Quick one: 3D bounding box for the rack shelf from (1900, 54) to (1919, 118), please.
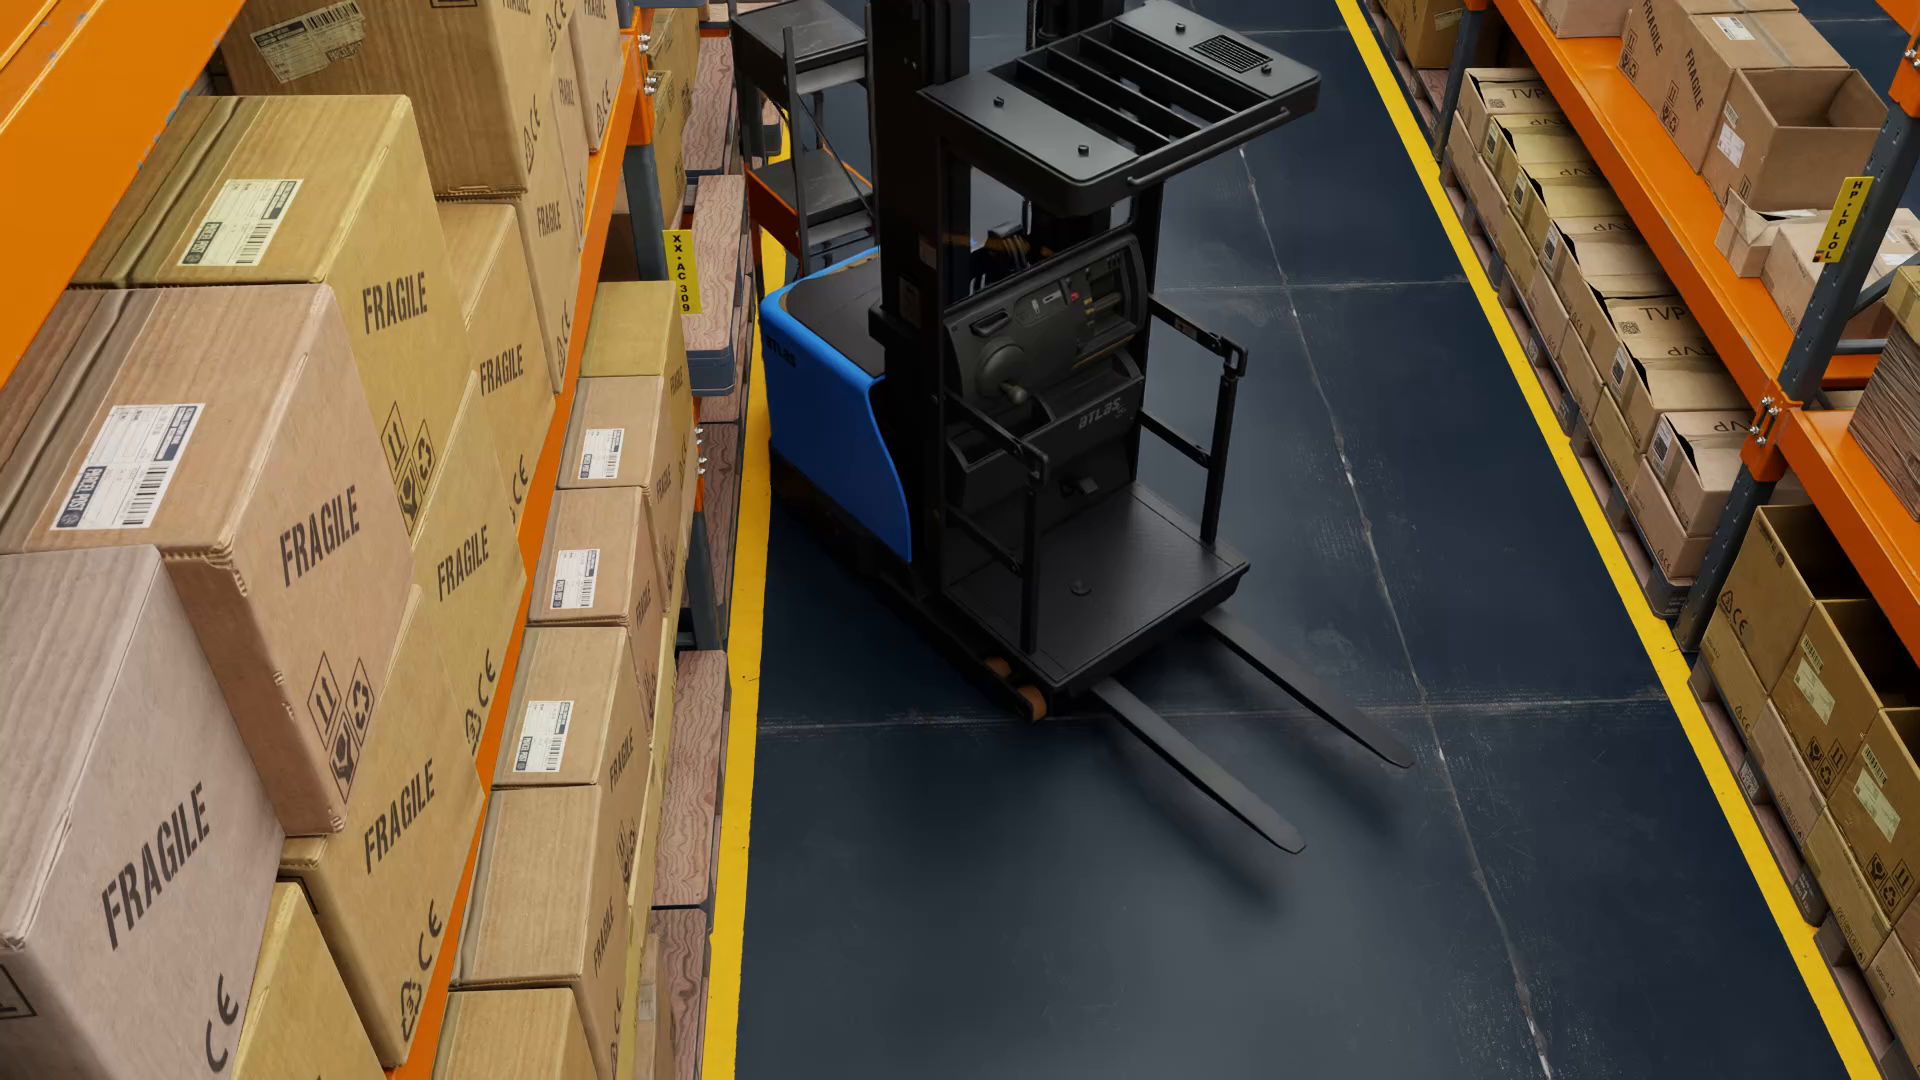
[{"bbox_3d":[3.571,-0.180,3.688,1.077,0.370,4.000,-2,43,-2],"label":"rack shelf"}]

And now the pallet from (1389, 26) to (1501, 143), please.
[{"bbox_3d":[3.322,-2.867,10.371,1.003,0.211,1.213,-2,43,-2],"label":"pallet"}]

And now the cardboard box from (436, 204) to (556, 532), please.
[{"bbox_3d":[-1.115,-0.302,3.201,0.500,0.500,0.500,1,43,1],"label":"cardboard box"}]

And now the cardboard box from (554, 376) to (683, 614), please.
[{"bbox_3d":[-1.107,-0.126,4.859,0.500,0.500,0.500,-2,43,-2],"label":"cardboard box"}]

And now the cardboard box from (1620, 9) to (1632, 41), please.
[{"bbox_3d":[3.426,-2.438,8.025,0.380,0.149,0.250,1,43,1],"label":"cardboard box"}]

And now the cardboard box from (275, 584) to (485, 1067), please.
[{"bbox_3d":[-1.045,0.409,2.425,0.500,0.500,0.500,1,43,1],"label":"cardboard box"}]

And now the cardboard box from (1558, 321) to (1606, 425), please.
[{"bbox_3d":[3.137,-0.789,7.765,0.500,0.250,0.500,-1,43,-1],"label":"cardboard box"}]

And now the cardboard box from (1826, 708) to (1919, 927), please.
[{"bbox_3d":[3.235,0.890,5.378,0.500,0.500,0.500,-2,43,-2],"label":"cardboard box"}]

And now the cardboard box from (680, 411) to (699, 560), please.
[{"bbox_3d":[-1.140,-0.186,5.478,0.500,0.250,0.500,-2,43,-2],"label":"cardboard box"}]

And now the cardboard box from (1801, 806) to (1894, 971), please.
[{"bbox_3d":[3.235,1.167,5.631,0.500,0.250,0.500,-2,43,-2],"label":"cardboard box"}]

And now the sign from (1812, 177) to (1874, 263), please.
[{"bbox_3d":[2.944,-1.065,5.543,0.100,0.325,0.005,-2,43,-2],"label":"sign"}]

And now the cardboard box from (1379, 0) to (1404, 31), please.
[{"bbox_3d":[3.020,-3.604,10.636,0.500,0.500,0.500,-3,43,-3],"label":"cardboard box"}]

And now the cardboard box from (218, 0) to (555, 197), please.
[{"bbox_3d":[-1.105,-1.011,3.234,0.500,0.500,0.500,-3,43,-3],"label":"cardboard box"}]

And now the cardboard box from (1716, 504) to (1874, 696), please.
[{"bbox_3d":[3.193,0.215,6.114,0.500,0.500,0.500,-2,43,-2],"label":"cardboard box"}]

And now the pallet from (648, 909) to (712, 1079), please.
[{"bbox_3d":[-1.344,1.761,5.322,1.003,0.211,1.213,-2,43,-2],"label":"pallet"}]

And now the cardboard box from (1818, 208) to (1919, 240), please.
[{"bbox_3d":[3.653,-1.201,6.676,0.380,0.149,0.250,-2,43,-2],"label":"cardboard box"}]

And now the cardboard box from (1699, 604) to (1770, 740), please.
[{"bbox_3d":[3.203,0.491,6.368,0.500,0.250,0.500,-2,43,-2],"label":"cardboard box"}]

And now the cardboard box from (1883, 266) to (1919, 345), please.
[{"bbox_3d":[3.304,-0.778,5.475,0.380,0.149,0.250,-2,43,-2],"label":"cardboard box"}]

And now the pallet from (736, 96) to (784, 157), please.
[{"bbox_3d":[-1.591,-2.751,10.245,1.003,0.211,1.213,-2,43,-2],"label":"pallet"}]

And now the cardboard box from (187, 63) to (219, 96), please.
[{"bbox_3d":[-1.620,-0.688,2.881,0.500,0.500,0.500,-2,43,-2],"label":"cardboard box"}]

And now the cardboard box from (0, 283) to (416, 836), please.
[{"bbox_3d":[-1.038,0.030,2.098,0.500,0.500,0.500,-2,43,-2],"label":"cardboard box"}]

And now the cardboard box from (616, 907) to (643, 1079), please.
[{"bbox_3d":[-1.049,1.171,3.999,0.500,0.250,0.500,-2,43,-2],"label":"cardboard box"}]

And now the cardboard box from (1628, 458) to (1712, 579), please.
[{"bbox_3d":[3.179,-0.102,7.015,0.500,0.250,0.500,-2,43,-2],"label":"cardboard box"}]

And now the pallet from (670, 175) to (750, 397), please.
[{"bbox_3d":[-1.350,-0.994,6.406,1.003,0.211,1.213,-2,43,-2],"label":"pallet"}]

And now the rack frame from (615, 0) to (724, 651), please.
[{"bbox_3d":[-1.463,-0.545,5.774,1.000,3.000,0.127,-2,43,-2],"label":"rack frame"}]

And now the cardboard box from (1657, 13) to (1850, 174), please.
[{"bbox_3d":[3.426,-1.939,7.221,0.500,0.500,0.500,-2,43,-2],"label":"cardboard box"}]

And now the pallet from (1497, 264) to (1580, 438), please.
[{"bbox_3d":[3.361,-0.983,8.316,1.003,0.211,1.213,-2,43,-2],"label":"pallet"}]

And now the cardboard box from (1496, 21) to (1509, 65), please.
[{"bbox_3d":[3.554,-3.299,10.303,0.500,0.500,0.500,-3,43,-3],"label":"cardboard box"}]

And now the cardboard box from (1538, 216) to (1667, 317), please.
[{"bbox_3d":[3.117,-1.330,7.940,0.500,0.311,0.500,-2,43,-2],"label":"cardboard box"}]

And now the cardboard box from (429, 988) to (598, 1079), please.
[{"bbox_3d":[-1.024,1.262,3.344,0.500,0.500,0.500,-2,43,-2],"label":"cardboard box"}]

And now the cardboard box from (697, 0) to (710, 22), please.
[{"bbox_3d":[-1.552,-2.750,7.781,0.700,0.500,0.500,-5,43,-6],"label":"cardboard box"}]

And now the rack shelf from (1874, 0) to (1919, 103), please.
[{"bbox_3d":[3.401,-2.880,6.634,1.077,0.370,4.000,-2,43,-2],"label":"rack shelf"}]

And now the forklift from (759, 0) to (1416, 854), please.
[{"bbox_3d":[0.472,-0.739,6.037,1.130,2.935,3.031,-29,50,-28],"label":"forklift"}]

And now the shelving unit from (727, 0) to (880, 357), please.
[{"bbox_3d":[-0.643,-1.406,7.371,0.431,2.100,0.503,-23,46,-24],"label":"shelving unit"}]

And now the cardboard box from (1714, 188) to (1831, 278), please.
[{"bbox_3d":[3.265,-1.228,6.619,0.396,0.266,0.258,-3,43,-3],"label":"cardboard box"}]

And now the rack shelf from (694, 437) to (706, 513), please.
[{"bbox_3d":[-1.378,1.071,4.544,1.077,0.370,4.000,-2,43,-2],"label":"rack shelf"}]

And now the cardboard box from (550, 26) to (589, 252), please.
[{"bbox_3d":[-1.186,-1.019,3.983,0.500,0.500,0.500,-5,43,-5],"label":"cardboard box"}]

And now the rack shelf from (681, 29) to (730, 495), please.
[{"bbox_3d":[-1.548,-1.630,7.490,1.077,0.370,4.000,-2,43,-2],"label":"rack shelf"}]

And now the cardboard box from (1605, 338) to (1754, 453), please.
[{"bbox_3d":[3.154,-0.653,7.202,0.500,0.311,0.500,-1,43,-1],"label":"cardboard box"}]

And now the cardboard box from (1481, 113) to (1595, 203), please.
[{"bbox_3d":[3.076,-2.021,8.694,0.500,0.311,0.500,-3,43,-3],"label":"cardboard box"}]

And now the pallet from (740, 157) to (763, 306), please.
[{"bbox_3d":[-1.601,-1.689,9.087,1.003,0.211,1.213,-2,43,-2],"label":"pallet"}]

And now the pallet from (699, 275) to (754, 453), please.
[{"bbox_3d":[-1.552,-0.868,8.190,1.003,0.211,1.213,-2,43,-2],"label":"pallet"}]

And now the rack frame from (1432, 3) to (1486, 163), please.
[{"bbox_3d":[3.316,-3.390,8.878,1.000,3.000,0.127,-2,43,-2],"label":"rack frame"}]

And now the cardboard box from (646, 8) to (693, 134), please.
[{"bbox_3d":[-1.526,-1.909,6.863,0.700,0.500,0.500,4,43,4],"label":"cardboard box"}]

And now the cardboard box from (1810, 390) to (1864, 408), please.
[{"bbox_3d":[3.701,-0.661,7.210,0.500,0.311,0.500,-2,43,-2],"label":"cardboard box"}]

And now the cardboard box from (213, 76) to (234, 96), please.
[{"bbox_3d":[-1.632,-0.652,3.583,0.500,0.500,0.500,-2,43,-2],"label":"cardboard box"}]

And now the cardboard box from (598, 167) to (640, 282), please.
[{"bbox_3d":[-1.451,-1.088,5.967,0.700,0.500,0.500,-2,43,-2],"label":"cardboard box"}]

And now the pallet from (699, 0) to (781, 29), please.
[{"bbox_3d":[-1.496,-2.696,8.263,1.213,0.211,1.003,-2,43,-2],"label":"pallet"}]

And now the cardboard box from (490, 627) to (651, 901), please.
[{"bbox_3d":[-1.074,0.565,4.104,0.500,0.500,0.500,0,43,0],"label":"cardboard box"}]

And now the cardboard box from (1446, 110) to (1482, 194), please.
[{"bbox_3d":[3.045,-2.169,9.270,0.500,0.250,0.500,-2,43,-2],"label":"cardboard box"}]

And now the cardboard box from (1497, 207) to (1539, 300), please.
[{"bbox_3d":[3.095,-1.479,8.517,0.500,0.250,0.500,-3,43,-3],"label":"cardboard box"}]

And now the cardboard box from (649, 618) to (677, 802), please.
[{"bbox_3d":[-1.091,0.490,4.741,0.500,0.250,0.500,-2,43,-2],"label":"cardboard box"}]

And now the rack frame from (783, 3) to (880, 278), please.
[{"bbox_3d":[-0.510,-1.271,7.218,0.400,2.100,0.015,-23,46,-24],"label":"rack frame"}]

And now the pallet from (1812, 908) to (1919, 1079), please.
[{"bbox_3d":[3.533,1.702,5.386,1.003,0.211,1.213,-2,43,-2],"label":"pallet"}]

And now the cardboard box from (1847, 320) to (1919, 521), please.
[{"bbox_3d":[3.511,-0.427,5.571,0.700,0.500,0.500,-3,43,-3],"label":"cardboard box"}]

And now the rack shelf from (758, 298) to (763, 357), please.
[{"bbox_3d":[-0.639,-0.872,7.844,0.431,0.518,0.480,-23,46,-24],"label":"rack shelf"}]

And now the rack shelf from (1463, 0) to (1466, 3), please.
[{"bbox_3d":[3.231,-4.475,10.594,1.077,0.370,4.000,-2,43,-2],"label":"rack shelf"}]
